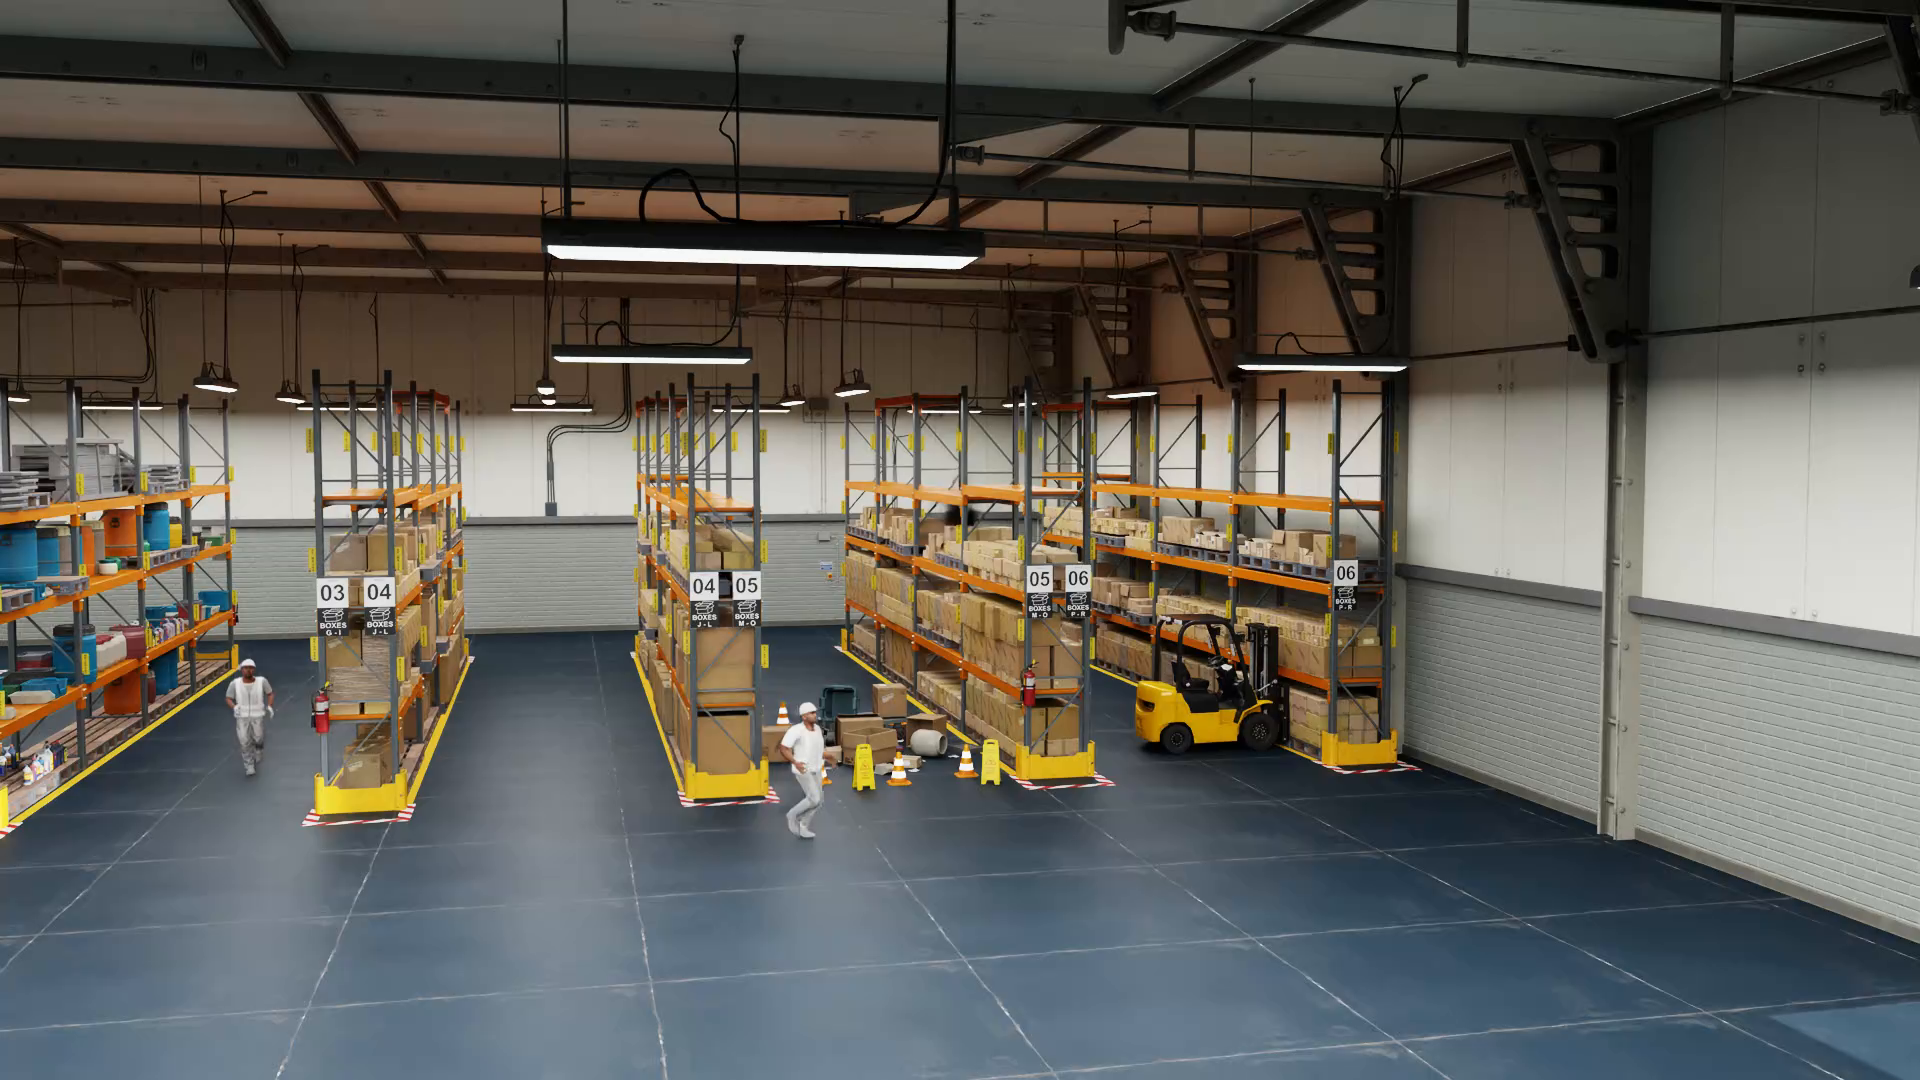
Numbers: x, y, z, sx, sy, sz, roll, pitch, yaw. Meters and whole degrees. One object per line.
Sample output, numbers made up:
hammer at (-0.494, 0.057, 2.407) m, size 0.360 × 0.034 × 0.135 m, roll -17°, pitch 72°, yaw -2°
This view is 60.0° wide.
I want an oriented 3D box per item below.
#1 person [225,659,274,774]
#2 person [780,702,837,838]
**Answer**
person at (-10.792, 2.680, 25.270) m, size 0.685 × 1.736 × 0.599 m, roll -1°, pitch 4°, yaw -23°
person at (-1.904, 2.917, 21.063) m, size 0.570 × 1.721 × 0.676 m, roll 2°, pitch 4°, yaw 33°
